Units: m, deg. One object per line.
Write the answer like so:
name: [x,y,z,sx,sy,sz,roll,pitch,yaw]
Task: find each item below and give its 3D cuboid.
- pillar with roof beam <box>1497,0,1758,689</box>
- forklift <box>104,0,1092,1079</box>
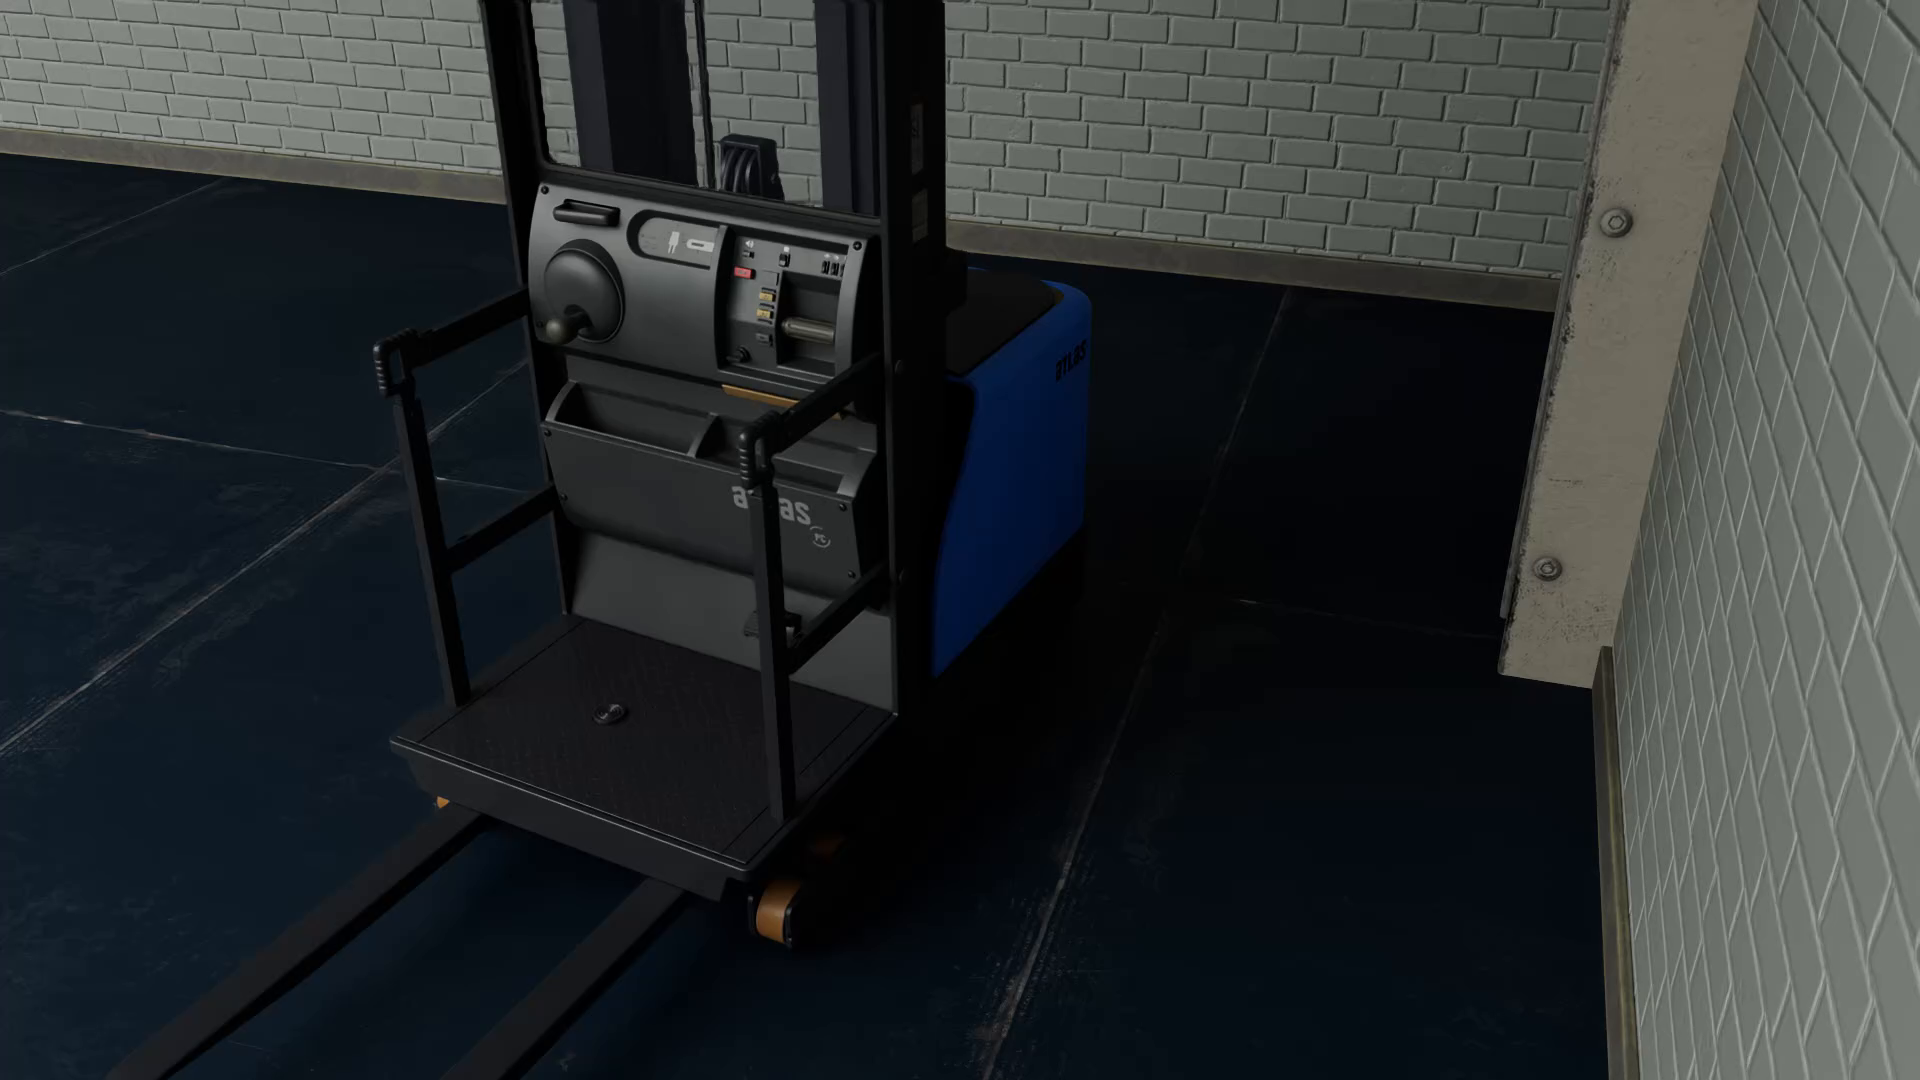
pillar with roof beam: [-2.286,-4.213,4.067,9.100,9.000,0.400,8,30,15]
forklift: [-0.726,-0.558,3.737,1.130,2.935,3.031,14,32,24]
